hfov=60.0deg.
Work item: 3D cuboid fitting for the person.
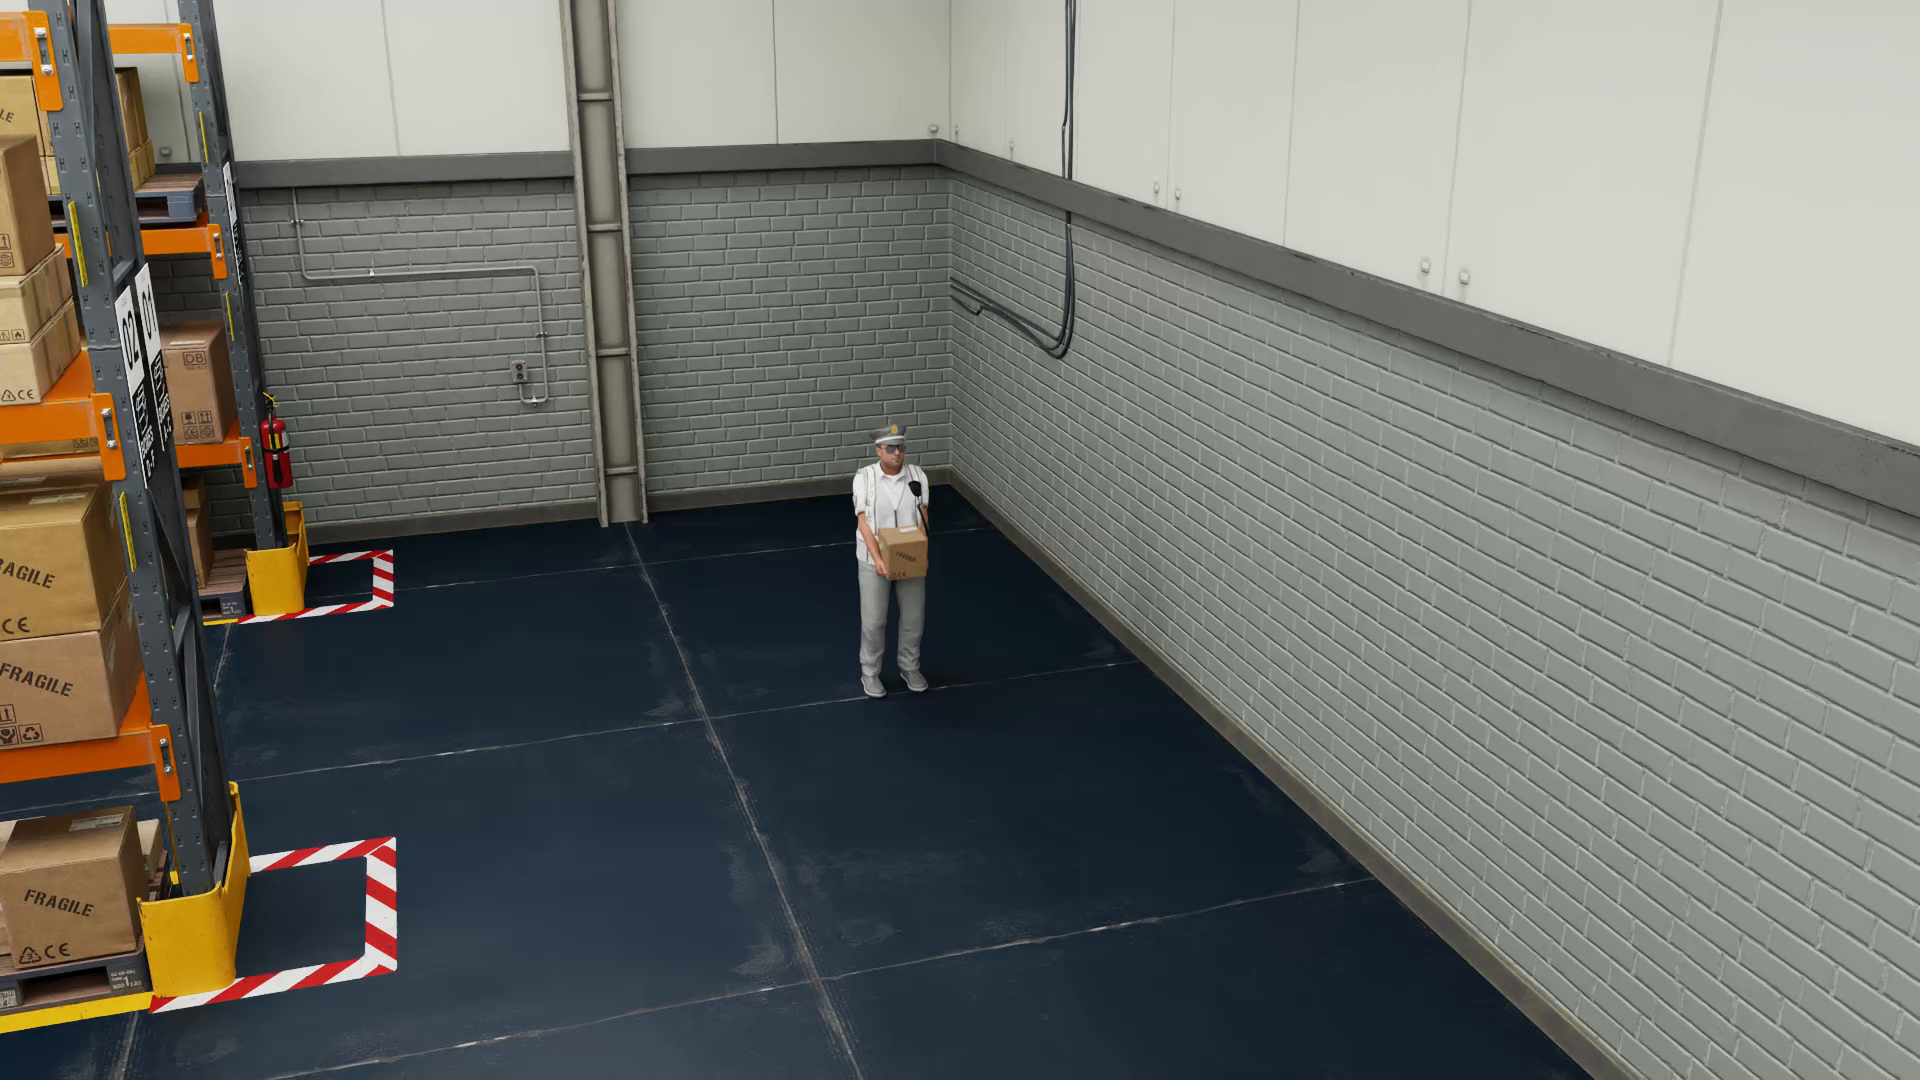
[{"bbox_3d":[-0.407,0.139,10.630,0.494,1.762,0.564,-6,20,-17],"label":"person"}]
